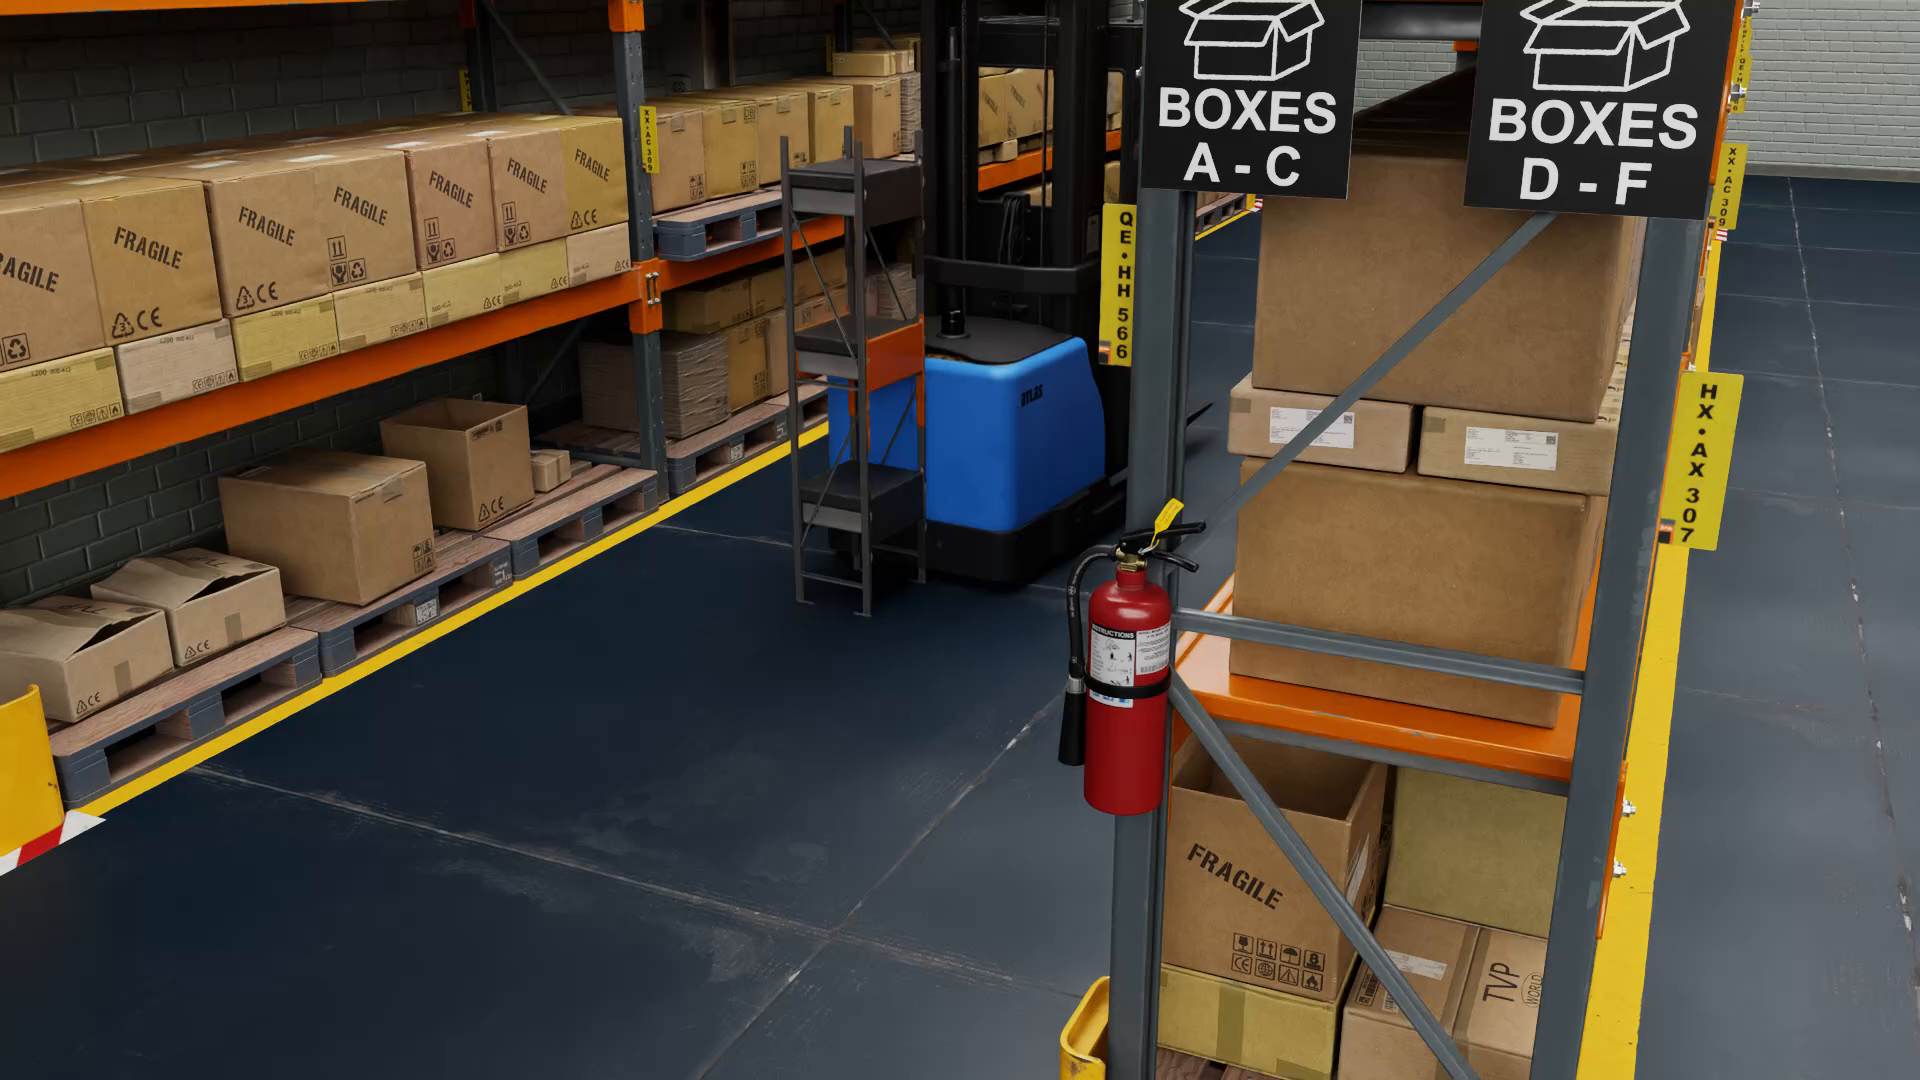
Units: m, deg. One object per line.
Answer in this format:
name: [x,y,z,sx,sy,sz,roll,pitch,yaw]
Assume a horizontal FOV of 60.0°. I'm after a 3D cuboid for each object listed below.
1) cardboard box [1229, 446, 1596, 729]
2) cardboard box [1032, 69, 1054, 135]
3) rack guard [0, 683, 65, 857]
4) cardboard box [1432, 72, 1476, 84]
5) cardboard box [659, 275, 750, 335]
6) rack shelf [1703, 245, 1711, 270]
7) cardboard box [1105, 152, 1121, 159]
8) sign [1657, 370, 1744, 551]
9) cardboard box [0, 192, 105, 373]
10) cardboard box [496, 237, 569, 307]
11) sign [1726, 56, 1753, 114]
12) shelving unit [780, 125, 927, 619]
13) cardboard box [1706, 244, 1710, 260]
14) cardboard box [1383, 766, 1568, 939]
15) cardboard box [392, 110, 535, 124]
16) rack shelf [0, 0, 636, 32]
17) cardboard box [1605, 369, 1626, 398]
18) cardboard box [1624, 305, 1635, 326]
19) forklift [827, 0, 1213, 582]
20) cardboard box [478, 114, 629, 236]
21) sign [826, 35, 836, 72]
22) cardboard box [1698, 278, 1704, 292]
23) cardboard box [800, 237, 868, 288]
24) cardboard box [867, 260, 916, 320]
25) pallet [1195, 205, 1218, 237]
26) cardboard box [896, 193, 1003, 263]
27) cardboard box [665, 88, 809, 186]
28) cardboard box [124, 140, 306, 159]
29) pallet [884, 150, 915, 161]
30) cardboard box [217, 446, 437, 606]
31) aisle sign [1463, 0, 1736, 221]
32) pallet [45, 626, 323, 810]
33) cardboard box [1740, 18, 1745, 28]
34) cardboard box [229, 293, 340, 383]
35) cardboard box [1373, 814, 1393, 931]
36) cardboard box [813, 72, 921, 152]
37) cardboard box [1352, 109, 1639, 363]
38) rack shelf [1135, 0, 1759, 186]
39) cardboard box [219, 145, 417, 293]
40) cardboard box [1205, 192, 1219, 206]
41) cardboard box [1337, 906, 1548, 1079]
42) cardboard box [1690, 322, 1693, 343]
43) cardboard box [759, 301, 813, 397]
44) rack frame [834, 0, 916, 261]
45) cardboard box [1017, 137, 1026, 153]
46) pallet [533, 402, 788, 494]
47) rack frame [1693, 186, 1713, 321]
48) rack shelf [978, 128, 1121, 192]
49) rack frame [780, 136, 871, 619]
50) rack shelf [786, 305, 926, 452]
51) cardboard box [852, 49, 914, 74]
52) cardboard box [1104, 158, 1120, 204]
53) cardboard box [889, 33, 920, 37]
cardboard box: [1.023,0.038,3.736,0.700,0.500,0.500,9,21,23]
cardboard box: [0.435,-3.518,13.262,0.500,0.500,0.500,8,21,22]
rack guard: [-3.669,0.702,5.748,1.175,0.500,0.348,9,21,23]
cardboard box: [1.871,-1.211,5.311,0.700,0.500,0.500,9,21,23]
cardboard box: [-1.599,-1.420,9.941,0.500,0.250,0.500,8,21,22]
rack shelf: [4.915,-2.492,12.072,1.077,0.370,4.000,9,21,23]
cardboard box: [1.694,-3.886,17.054,0.380,0.149,0.250,8,21,21]
sign: [1.324,-0.141,2.978,0.100,0.325,0.005,9,21,23]
cardboard box: [-3.231,-0.849,5.455,0.500,0.500,0.500,9,21,23]
cardboard box: [-2.191,-1.276,7.775,0.500,0.250,0.500,9,21,23]
sign: [4.604,-2.690,9.827,0.100,0.325,0.005,9,21,23]
shelving unit: [-0.457,-0.742,7.422,0.431,2.100,0.503,11,22,28]
cardboard box: [5.378,-1.978,12.629,0.500,0.500,0.500,9,21,23]
cardboard box: [1.446,0.684,4.426,0.500,0.500,0.500,9,21,23]
cardboard box: [-2.445,-1.852,8.275,0.500,0.500,0.500,8,21,21]
rack shelf: [-2.881,-2.138,6.601,1.077,0.370,4.000,9,21,23]
cardboard box: [1.283,-0.298,3.713,0.380,0.149,0.250,8,21,21]
cardboard box: [1.599,-0.533,4.373,0.380,0.149,0.250,8,21,21]
forklift: [0.515,-1.635,8.692,1.130,2.935,3.031,11,22,28]
cardboard box: [-1.974,-1.780,8.073,0.500,0.500,0.500,8,21,23]
sign: [-0.932,-3.519,12.158,0.100,0.325,0.005,9,21,23]
cardboard box: [4.753,-1.510,11.311,0.500,0.500,0.500,8,21,21]
cardboard box: [-0.962,-1.888,11.255,0.500,0.250,0.500,9,21,24]
cardboard box: [-0.672,-1.700,11.847,0.700,0.500,0.500,9,21,23]
pallet: [2.095,-3.403,17.722,1.003,0.211,1.213,9,21,23]
cardboard box: [-0.004,-2.290,13.012,0.750,0.750,0.750,8,21,22]
cardboard box: [-1.346,-2.456,10.092,0.700,0.500,0.500,12,23,30]
cardboard box: [-3.072,-1.383,6.955,0.500,0.500,0.500,9,21,23]
pallet: [-0.619,-2.575,11.519,1.213,0.211,1.003,9,21,23]
cardboard box: [-2.756,-0.073,7.271,0.700,0.500,0.500,7,21,19]
aisle sign: [1.073,-0.936,2.746,0.394,0.787,0.004,9,21,23]
pallet: [-3.304,0.595,6.481,1.003,0.211,1.213,9,21,23]
cardboard box: [6.184,-4.066,13.783,0.500,0.500,0.500,9,22,24]
cardboard box: [-2.797,-0.812,6.470,0.500,0.250,0.500,8,21,22]
cardboard box: [0.964,0.965,4.756,0.500,0.250,0.500,9,21,23]
cardboard box: [-0.608,-3.007,11.642,0.700,0.500,0.500,6,20,16]
cardboard box: [1.255,-0.751,4.018,0.700,0.500,0.500,8,21,21]
rack shelf: [1.639,-1.459,4.693,1.077,0.370,4.000,9,21,23]
cardboard box: [-2.601,-1.315,6.766,0.500,0.500,0.500,9,22,24]
cardboard box: [2.451,-3.983,18.295,0.700,0.500,0.500,8,21,23]
cardboard box: [1.243,1.190,4.121,0.500,0.250,0.500,9,21,23]
cardboard box: [4.107,-1.192,9.984,0.500,0.311,0.500,9,22,24]
cardboard box: [-1.365,-1.247,10.573,0.700,0.500,0.500,9,21,23]
rack frame: [-0.424,-2.898,12.141,1.000,3.000,0.127,9,21,23]
cardboard box: [0.308,-3.178,13.272,0.380,0.149,0.250,9,21,24]
pallet: [-1.745,-0.599,9.839,1.003,0.211,1.213,9,21,23]
rack frame: [4.096,-2.219,10.233,1.000,3.000,0.127,9,21,23]
rack shelf: [0.395,-3.170,13.980,1.077,0.370,4.000,9,21,23]
rack frame: [-0.577,-0.671,7.222,0.400,2.100,0.015,11,22,28]
rack shelf: [-0.457,-0.729,7.426,0.431,0.518,0.480,11,22,28]
cardboard box: [-0.538,-3.348,11.633,0.380,0.149,0.250,6,20,16]
cardboard box: [1.066,-3.089,15.260,0.750,0.750,0.750,9,21,23]
cardboard box: [-0.260,-3.780,12.879,0.500,0.250,0.500,8,21,21]
